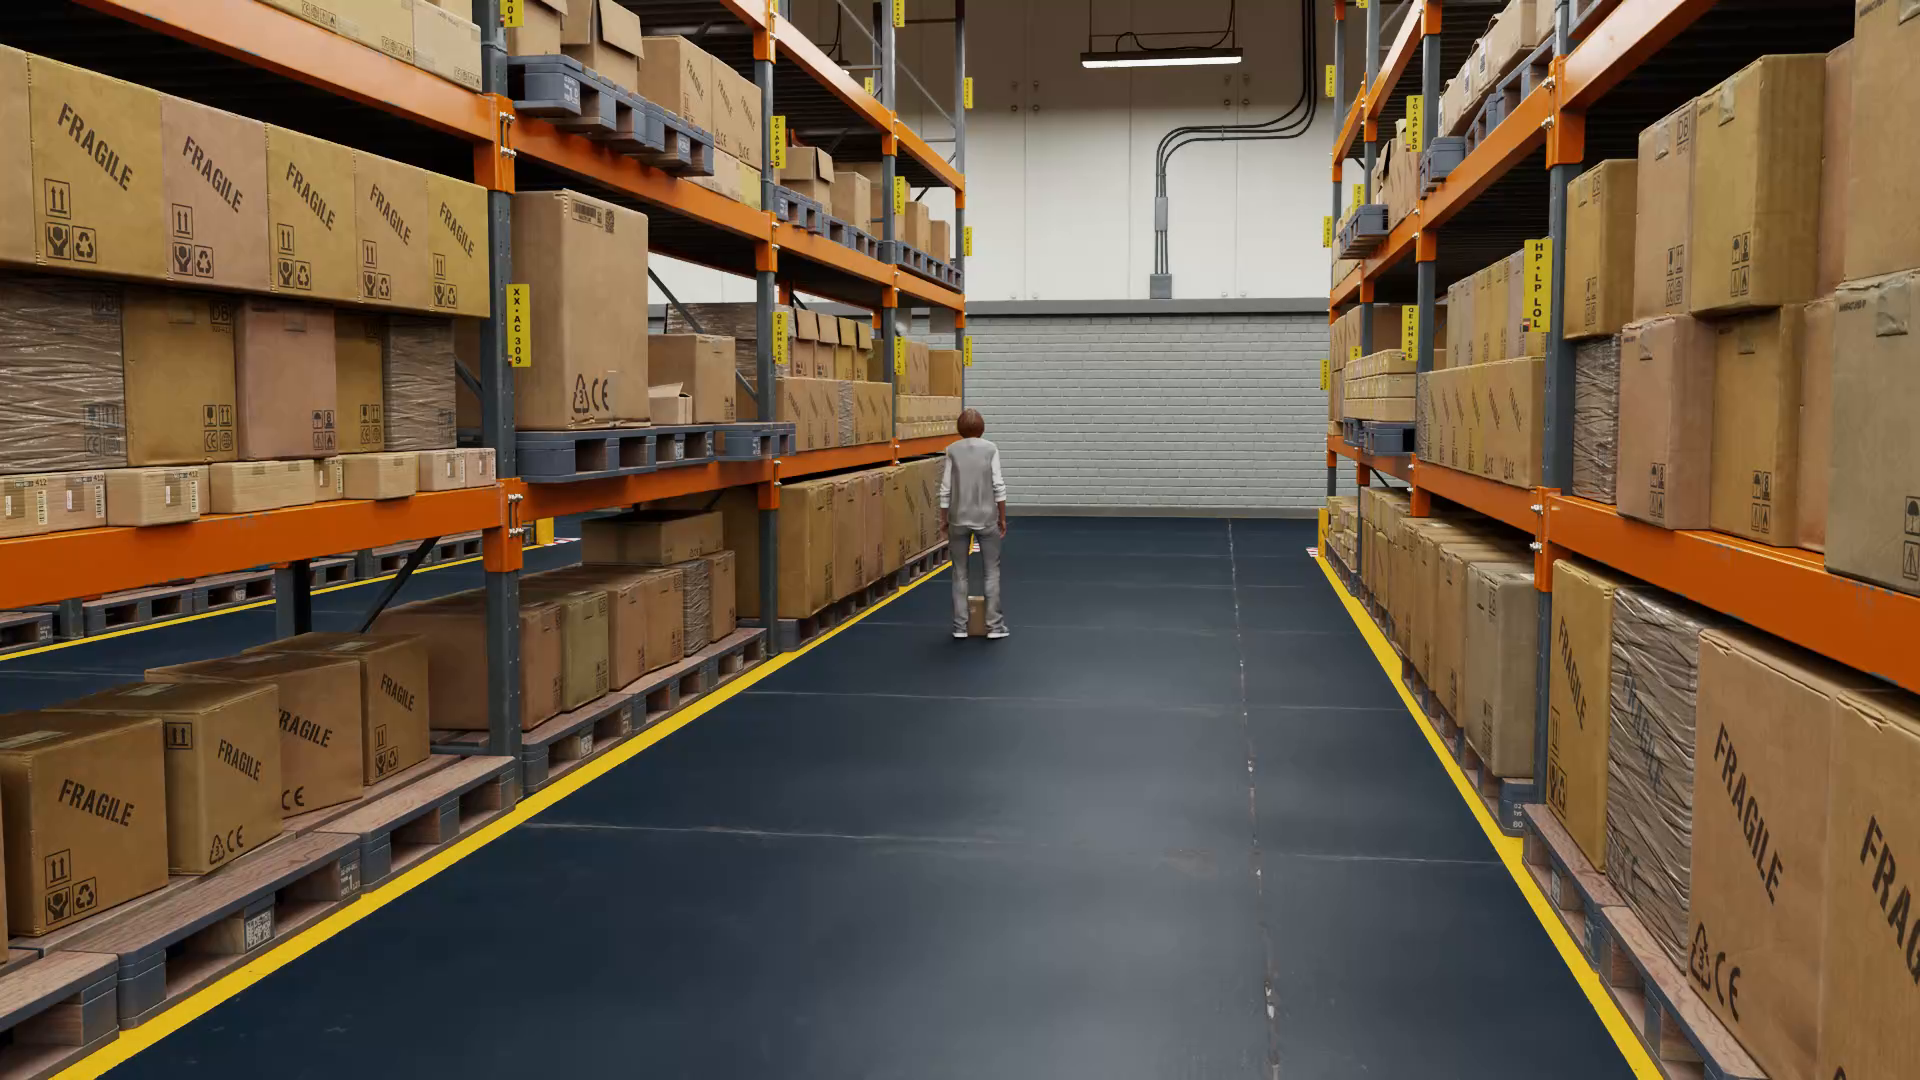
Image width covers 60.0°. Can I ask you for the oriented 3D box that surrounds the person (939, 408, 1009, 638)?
[{"bbox_3d":[0.097,-0.112,11.510,0.482,1.591,0.347,0,5,5],"label":"person"}]
